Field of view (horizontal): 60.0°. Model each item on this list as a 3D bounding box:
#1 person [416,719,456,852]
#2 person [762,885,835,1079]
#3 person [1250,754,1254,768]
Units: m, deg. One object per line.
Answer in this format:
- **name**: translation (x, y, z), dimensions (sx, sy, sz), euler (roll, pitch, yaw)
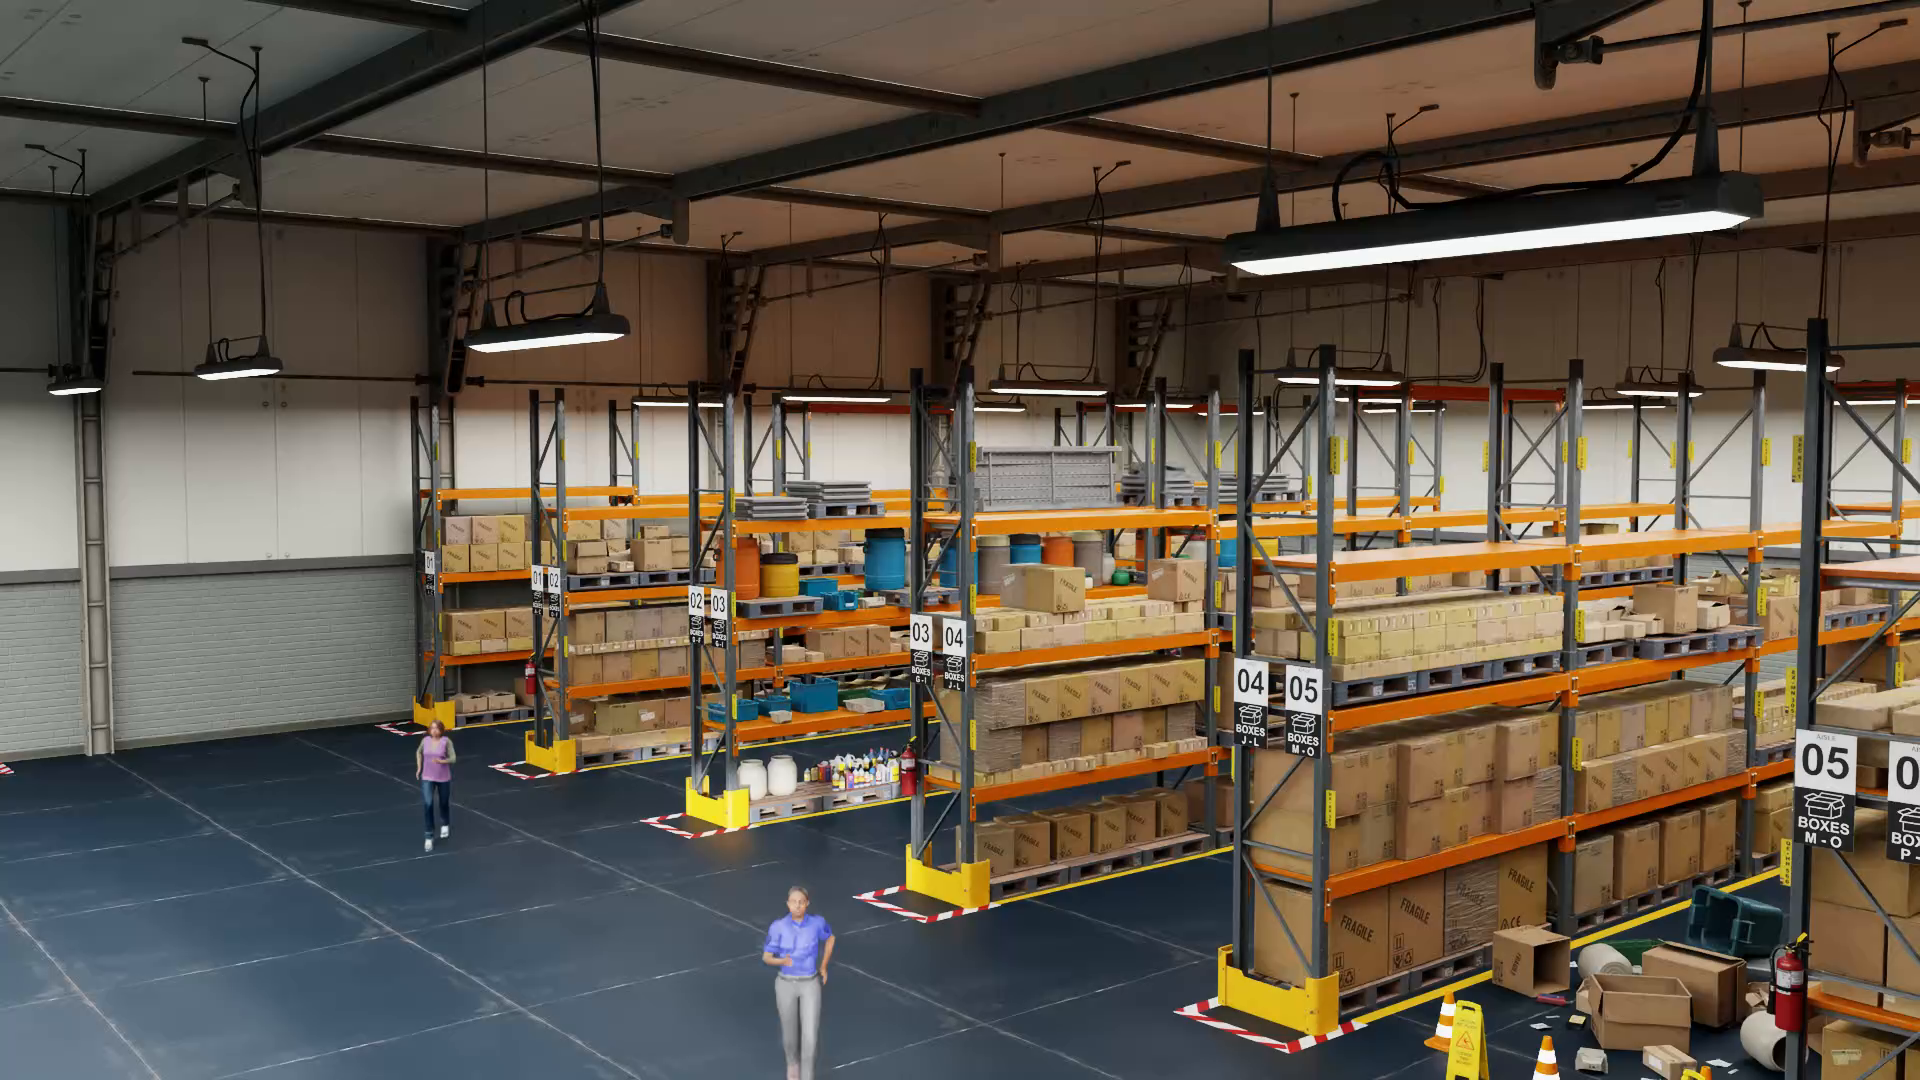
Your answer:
- **person**: translation (-6.701, 3.095, 21.277), dimensions (0.516, 1.632, 0.759), euler (-1, 3, -11)
- **person**: translation (-1.266, 3.554, 13.058), dimensions (0.566, 1.701, 0.772), euler (0, 3, -4)
- **person**: translation (4.468, 2.818, 24.787), dimensions (0.827, 1.769, 0.701), euler (-3, 4, -37)
